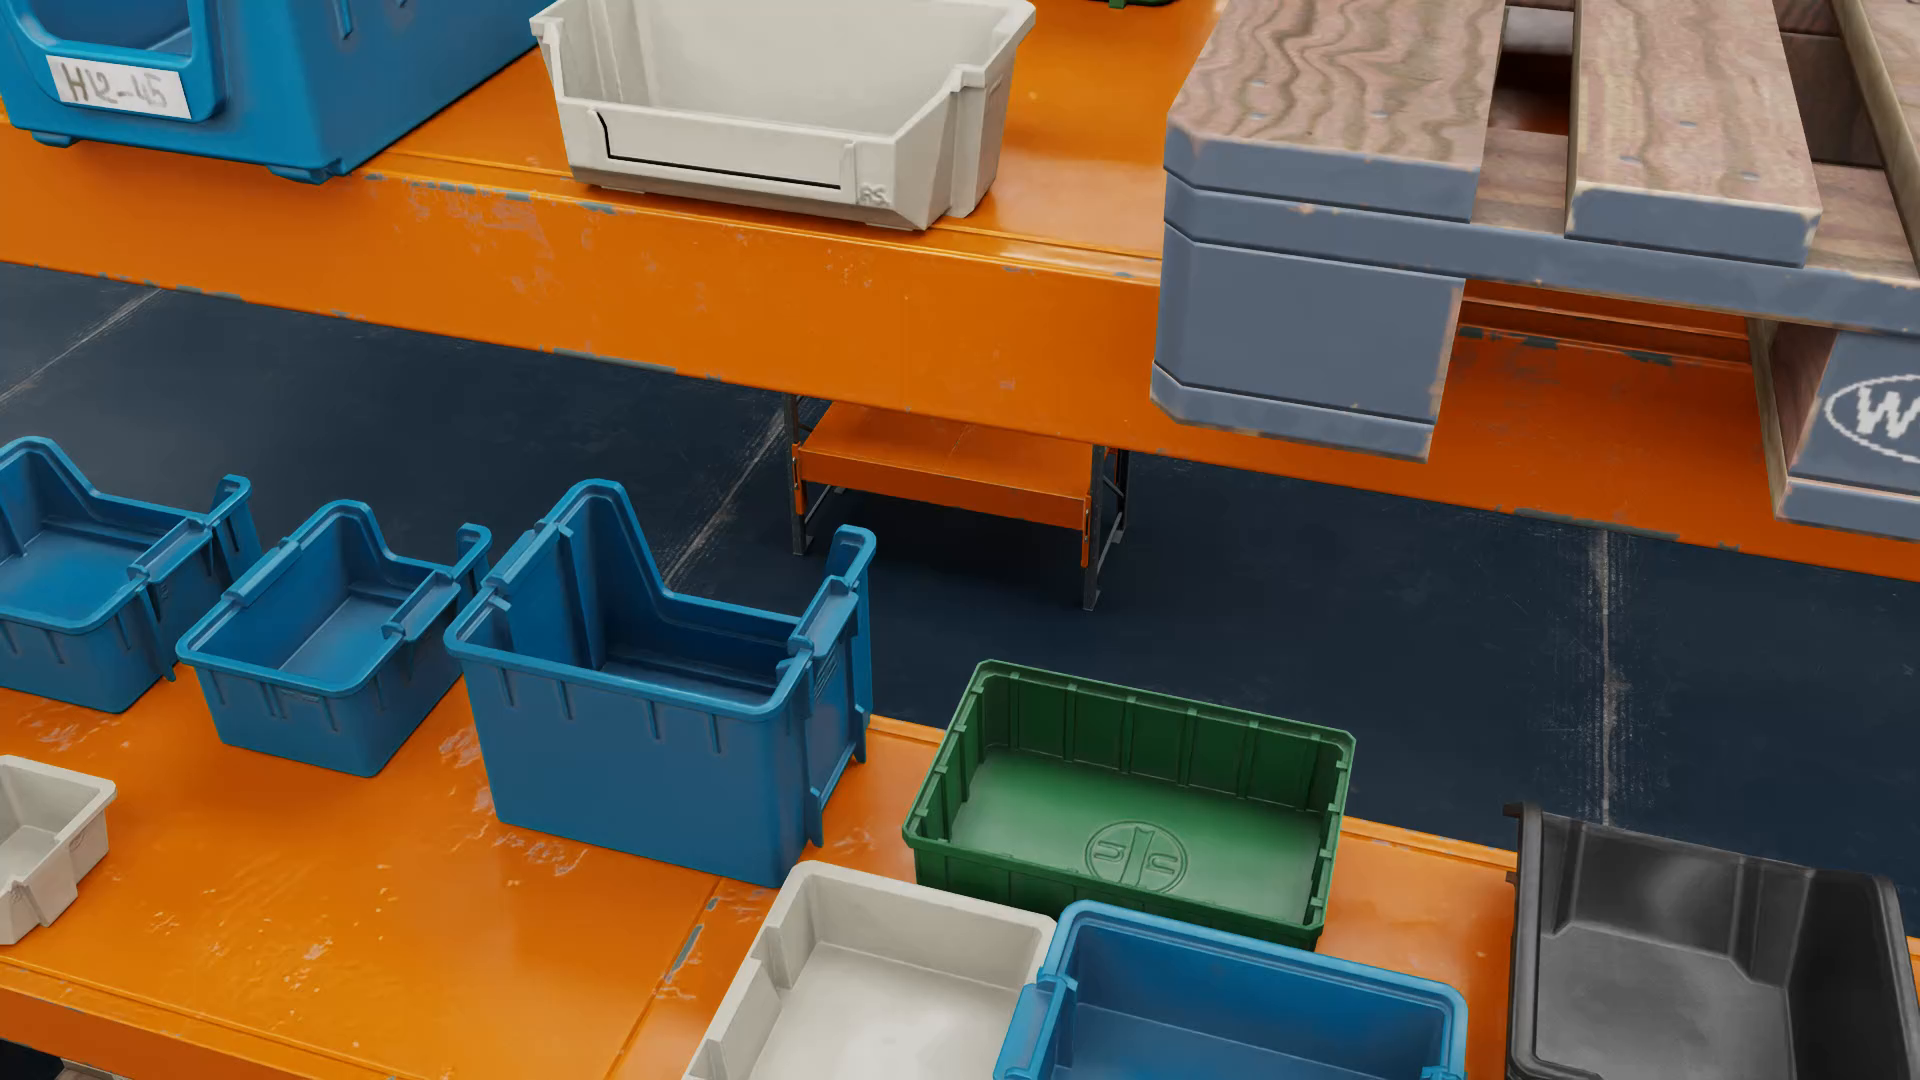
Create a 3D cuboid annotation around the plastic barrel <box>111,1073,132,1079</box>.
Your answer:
[{"bbox_3d":[-1.670,0.982,3.629,0.421,0.512,0.421,0,36,0],"label":"plastic barrel"}]

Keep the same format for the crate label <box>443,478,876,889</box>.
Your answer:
[{"bbox_3d":[-0.483,0.235,2.871,0.616,0.435,0.502,10,38,14],"label":"crate label"}]

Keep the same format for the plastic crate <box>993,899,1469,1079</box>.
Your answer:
[{"bbox_3d":[0.360,0.801,2.256,0.616,0.251,0.499,10,38,14],"label":"plastic crate"}]

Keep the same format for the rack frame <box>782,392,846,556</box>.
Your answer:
[{"bbox_3d":[-0.479,-0.542,5.537,0.032,1.125,0.500,10,38,14],"label":"rack frame"}]

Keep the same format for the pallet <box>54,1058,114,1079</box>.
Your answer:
[{"bbox_3d":[-1.460,1.333,3.761,1.213,0.211,1.003,10,38,14],"label":"pallet"}]

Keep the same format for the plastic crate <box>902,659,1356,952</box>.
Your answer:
[{"bbox_3d":[0.286,0.469,2.761,0.662,0.188,0.450,10,38,14],"label":"plastic crate"}]

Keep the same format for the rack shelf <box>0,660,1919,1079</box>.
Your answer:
[{"bbox_3d":[-0.411,0.720,2.848,4.000,0.370,1.077,10,38,14],"label":"rack shelf"}]

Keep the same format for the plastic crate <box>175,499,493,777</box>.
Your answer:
[{"bbox_3d":[-1.135,0.174,3.109,0.408,0.251,0.499,10,38,14],"label":"plastic crate"}]

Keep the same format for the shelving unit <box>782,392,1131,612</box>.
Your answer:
[{"bbox_3d":[0.006,-0.452,5.415,1.048,1.125,0.538,10,38,14],"label":"shelving unit"}]

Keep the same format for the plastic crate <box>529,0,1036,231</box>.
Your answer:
[{"bbox_3d":[-0.155,-0.373,1.419,0.396,0.136,0.243,10,38,14],"label":"plastic crate"}]

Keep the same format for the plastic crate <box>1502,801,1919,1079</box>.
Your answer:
[{"bbox_3d":[1.036,0.644,2.397,0.504,0.338,0.767,10,38,14],"label":"plastic crate"}]

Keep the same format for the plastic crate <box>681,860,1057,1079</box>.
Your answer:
[{"bbox_3d":[-0.128,0.746,2.428,0.437,0.136,0.530,10,38,14],"label":"plastic crate"}]

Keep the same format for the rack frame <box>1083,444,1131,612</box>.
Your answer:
[{"bbox_3d":[0.492,-0.362,5.293,0.032,1.125,0.500,10,38,14],"label":"rack frame"}]

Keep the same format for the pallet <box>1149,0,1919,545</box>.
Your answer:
[{"bbox_3d":[0.780,-0.421,1.420,1.003,0.211,1.213,10,38,14],"label":"pallet"}]

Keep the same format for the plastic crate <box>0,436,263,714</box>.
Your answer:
[{"bbox_3d":[-1.754,0.056,3.269,0.616,0.251,0.499,10,38,14],"label":"plastic crate"}]

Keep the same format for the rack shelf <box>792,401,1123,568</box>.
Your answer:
[{"bbox_3d":[0.006,-0.255,5.560,1.000,0.278,0.538,10,38,14],"label":"rack shelf"}]

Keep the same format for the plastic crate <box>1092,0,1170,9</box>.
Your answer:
[{"bbox_3d":[0.073,-0.772,1.917,0.450,0.188,0.336,10,38,14],"label":"plastic crate"}]

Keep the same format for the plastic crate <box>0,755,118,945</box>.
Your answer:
[{"bbox_3d":[-1.562,0.523,2.731,0.250,0.136,0.298,10,38,14],"label":"plastic crate"}]

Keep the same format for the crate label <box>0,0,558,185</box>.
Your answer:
[{"bbox_3d":[-0.632,-0.554,1.567,0.408,0.251,0.502,10,38,14],"label":"crate label"}]
